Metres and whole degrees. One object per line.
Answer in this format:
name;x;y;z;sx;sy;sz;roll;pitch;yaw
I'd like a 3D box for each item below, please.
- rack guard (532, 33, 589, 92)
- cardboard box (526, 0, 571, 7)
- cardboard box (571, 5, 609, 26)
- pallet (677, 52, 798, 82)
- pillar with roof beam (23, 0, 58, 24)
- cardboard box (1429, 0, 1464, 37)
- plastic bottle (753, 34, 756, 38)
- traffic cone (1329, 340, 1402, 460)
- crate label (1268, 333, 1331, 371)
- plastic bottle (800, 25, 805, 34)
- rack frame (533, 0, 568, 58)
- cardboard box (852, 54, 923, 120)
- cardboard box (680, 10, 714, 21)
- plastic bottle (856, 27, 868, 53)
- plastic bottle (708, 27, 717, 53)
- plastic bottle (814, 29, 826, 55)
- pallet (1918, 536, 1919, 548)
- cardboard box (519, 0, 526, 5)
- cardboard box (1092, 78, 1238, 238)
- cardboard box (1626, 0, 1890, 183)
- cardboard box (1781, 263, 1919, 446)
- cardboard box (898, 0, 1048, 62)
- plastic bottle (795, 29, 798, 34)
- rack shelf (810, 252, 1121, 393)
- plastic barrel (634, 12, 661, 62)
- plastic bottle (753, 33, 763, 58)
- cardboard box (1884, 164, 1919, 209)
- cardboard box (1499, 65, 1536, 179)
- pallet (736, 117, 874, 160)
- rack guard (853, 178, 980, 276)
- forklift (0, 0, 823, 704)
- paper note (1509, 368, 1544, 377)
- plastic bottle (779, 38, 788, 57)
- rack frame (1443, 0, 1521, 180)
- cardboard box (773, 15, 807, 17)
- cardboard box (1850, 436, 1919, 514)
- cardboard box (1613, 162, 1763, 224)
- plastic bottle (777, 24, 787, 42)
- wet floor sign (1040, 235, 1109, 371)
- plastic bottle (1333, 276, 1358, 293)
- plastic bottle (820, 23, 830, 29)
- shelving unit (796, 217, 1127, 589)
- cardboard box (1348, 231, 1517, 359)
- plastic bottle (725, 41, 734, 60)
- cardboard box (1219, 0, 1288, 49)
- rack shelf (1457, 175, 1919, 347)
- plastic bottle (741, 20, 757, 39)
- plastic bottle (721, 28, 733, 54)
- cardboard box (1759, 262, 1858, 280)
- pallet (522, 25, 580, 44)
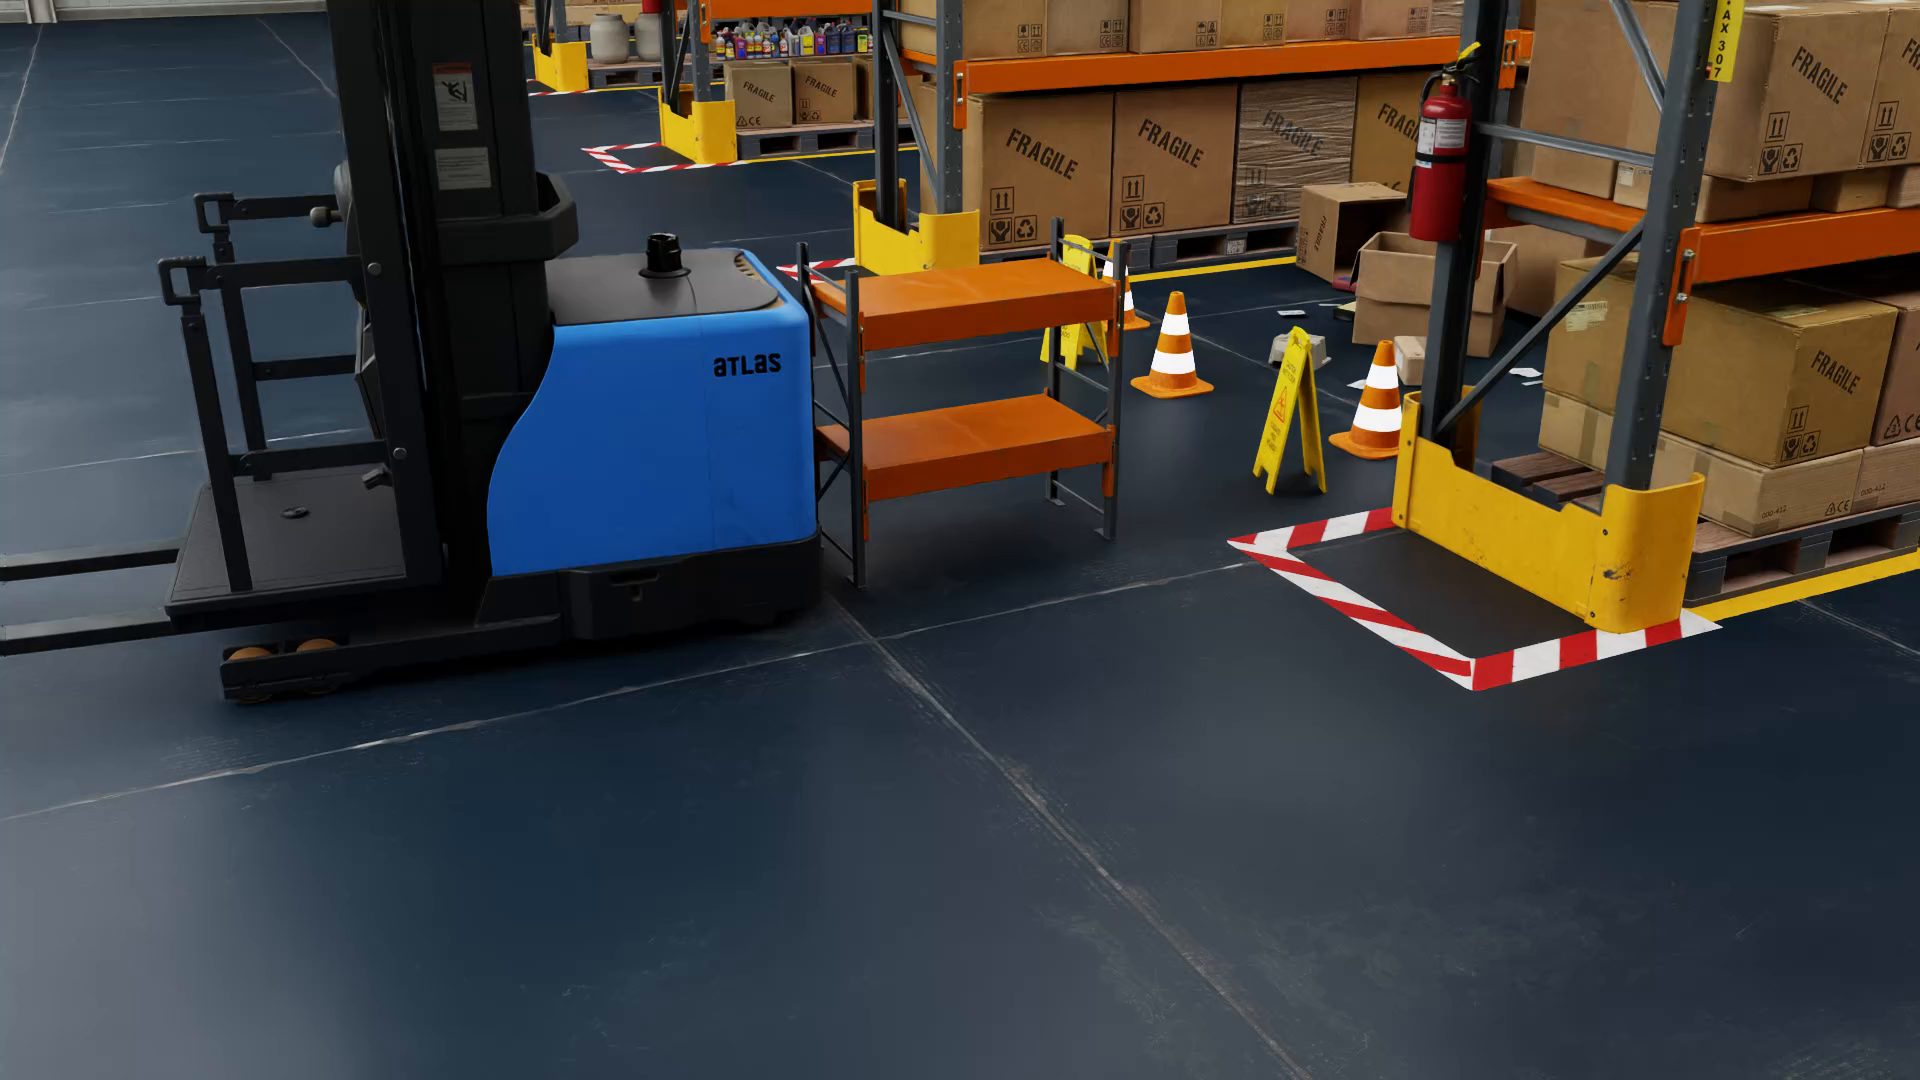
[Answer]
rack guard;-4.413;-5.280;18.353;0.348;0.500;1.175;-10;25;-24
cardboard box;-5.577;-7.480;22.464;0.500;0.500;0.500;-10;25;-24
cardboard box;-5.127;-7.217;22.809;0.500;0.250;0.500;-10;25;-24
pallet;-2.581;-5.481;19.214;1.213;0.211;1.003;-10;25;-24
pillar with roof beam;-12.042;-10.528;19.918;0.400;9.000;9.100;-10;25;-24
cardboard box;3.024;-3.641;10.928;0.550;0.550;0.875;-10;25;-24
plastic bottle;-2.393;-5.822;19.478;0.097;0.201;0.097;0;22;0
traffic cone;1.813;-0.628;7.162;0.334;0.463;0.336;-10;25;-24
crate label;1.706;-0.956;8.379;0.250;0.136;0.298;15;27;31
plastic bottle;-1.843;-5.956;19.709;0.097;0.271;0.097;0;22;0
rack frame;-4.462;-6.407;17.805;0.127;3.000;1.000;-10;25;-24
cardboard box;-0.647;-4.045;14.819;0.500;0.500;0.500;-8;24;-19
cardboard box;-3.780;-7.470;23.419;0.500;0.250;0.500;-10;25;-24
plastic bottle;-1.148;-5.825;19.376;0.133;0.283;0.061;-9;24;-21
plastic bottle;-2.899;-5.836;19.403;0.133;0.283;0.061;-10;24;-22
plastic bottle;-1.614;-5.739;19.169;0.133;0.283;0.061;-9;24;-20
pallet;3.898;-0.332;6.776;1.213;0.211;1.003;-10;25;-24
cardboard box;-6.252;-7.576;22.695;0.500;0.500;0.500;-10;25;-24
cardboard box;1.121;-2.468;10.519;0.875;0.875;0.875;-11;25;-24
cardboard box;2.532;-1.451;5.314;0.500;0.500;0.500;-11;25;-24
cardboard box;3.322;-0.685;6.049;0.500;0.500;0.500;-11;25;-26
cardboard box;0.061;-3.120;9.669;0.550;0.550;0.875;-10;25;-24
plastic bottle;-1.844;-5.758;19.214;0.133;0.283;0.061;-10;25;-24
rack shelf;0.006;-0.791;5.926;1.000;0.278;0.538;-10;25;-24
plastic barrel;-3.450;-5.670;18.729;0.421;0.512;0.421;0;22;0
plastic bottle;-2.294;-5.616;18.887;0.097;0.271;0.097;0;22;0
cardboard box;3.125;-1.242;5.658;0.250;0.149;0.380;-10;25;-23
cardboard box;3.871;-2.926;11.788;0.750;0.750;1.050;-11;25;-24
pallet;-1.498;-3.546;14.541;1.213;0.211;1.003;-10;25;-24
rack guard;-0.275;-1.815;9.980;0.348;0.500;1.175;-10;25;-24
forklift;-2.037;-1.084;5.037;3.031;2.935;1.130;-7;24;-16
paper note;2.803;-0.839;8.253;0.142;0.019;0.148;-2;23;-5
plastic bottle;-2.019;-5.634;19.023;0.097;0.201;0.097;0;22;0
rack frame;3.351;-3.637;11.115;0.127;3.000;1.000;-10;25;-24
cardboard box;-2.531;-7.683;23.934;0.500;0.250;0.500;-11;25;-25
cardboard box;3.295;-0.329;6.168;0.500;0.250;0.500;-9;24;-22
cardboard box;2.380;-1.153;5.443;0.250;0.149;0.380;-10;25;-23
plastic bottle;-2.102;-5.983;19.758;0.133;0.283;0.061;-9;24;-21
wet floor sign;0.579;-1.199;8.302;0.232;0.644;0.267;-15;27;-33
plastic bottle;2.346;-1.490;9.770;0.283;0.061;0.133;20;30;40
plastic bottle;-1.614;-6.050;19.930;0.135;0.276;0.152;-9;24;-22
shelving unit;0.006;-0.521;6.038;1.048;1.125;0.538;-10;25;-24
cardboard box;2.469;-1.295;8.720;0.797;0.503;0.637;10;24;22
plastic bottle;-2.599;-5.527;18.765;0.097;0.201;0.097;0;22;0
cardboard box;1.566;-3.371;10.275;0.500;0.550;0.875;-10;25;-24
rack shelf;3.787;-1.284;6.370;4.000;0.370;1.077;-10;25;-24
plastic bottle;-2.485;-5.926;19.532;0.185;0.351;0.144;-9;24;-21
plastic bottle;-2.711;-5.806;19.331;0.133;0.283;0.061;-10;25;-24
cardboard box;3.062;-0.865;6.483;0.500;0.500;0.500;-9;24;-22
pallet;-5.936;-6.967;22.805;1.213;0.211;1.003;-10;25;-24
